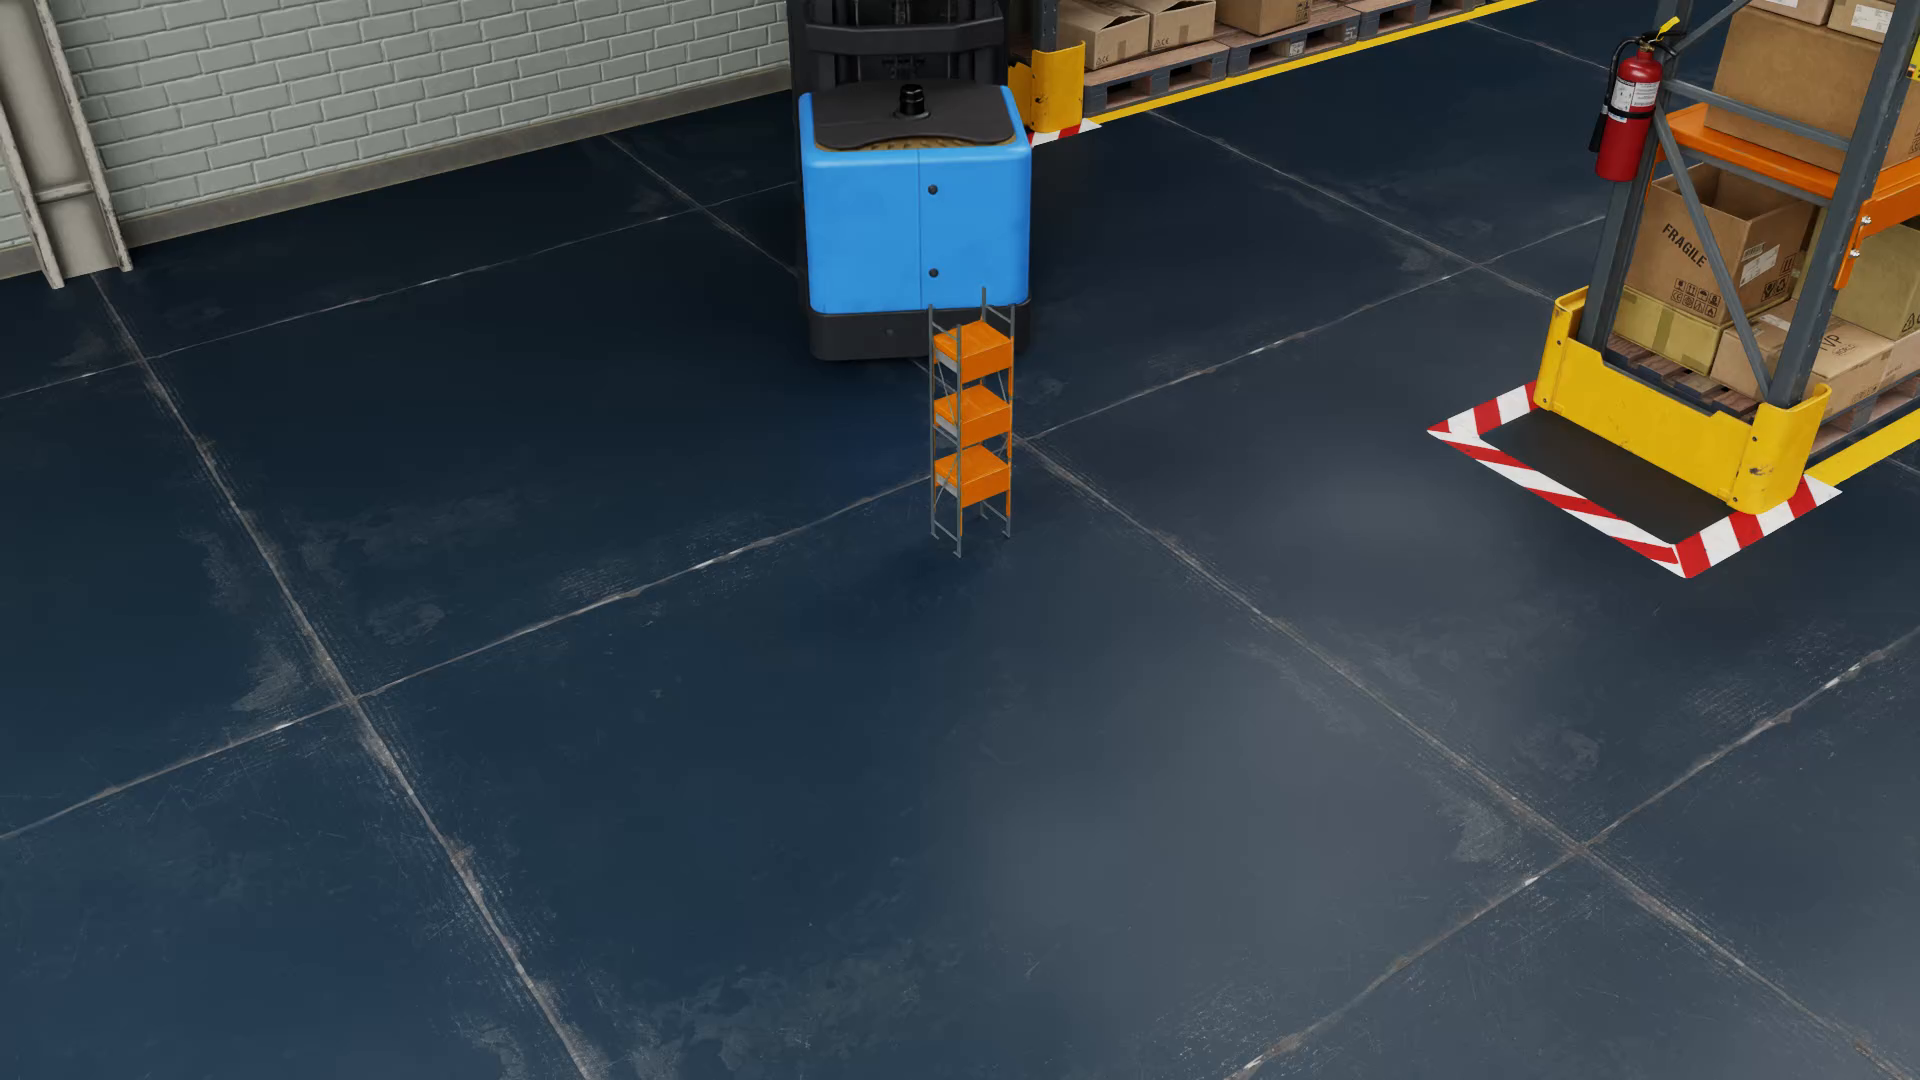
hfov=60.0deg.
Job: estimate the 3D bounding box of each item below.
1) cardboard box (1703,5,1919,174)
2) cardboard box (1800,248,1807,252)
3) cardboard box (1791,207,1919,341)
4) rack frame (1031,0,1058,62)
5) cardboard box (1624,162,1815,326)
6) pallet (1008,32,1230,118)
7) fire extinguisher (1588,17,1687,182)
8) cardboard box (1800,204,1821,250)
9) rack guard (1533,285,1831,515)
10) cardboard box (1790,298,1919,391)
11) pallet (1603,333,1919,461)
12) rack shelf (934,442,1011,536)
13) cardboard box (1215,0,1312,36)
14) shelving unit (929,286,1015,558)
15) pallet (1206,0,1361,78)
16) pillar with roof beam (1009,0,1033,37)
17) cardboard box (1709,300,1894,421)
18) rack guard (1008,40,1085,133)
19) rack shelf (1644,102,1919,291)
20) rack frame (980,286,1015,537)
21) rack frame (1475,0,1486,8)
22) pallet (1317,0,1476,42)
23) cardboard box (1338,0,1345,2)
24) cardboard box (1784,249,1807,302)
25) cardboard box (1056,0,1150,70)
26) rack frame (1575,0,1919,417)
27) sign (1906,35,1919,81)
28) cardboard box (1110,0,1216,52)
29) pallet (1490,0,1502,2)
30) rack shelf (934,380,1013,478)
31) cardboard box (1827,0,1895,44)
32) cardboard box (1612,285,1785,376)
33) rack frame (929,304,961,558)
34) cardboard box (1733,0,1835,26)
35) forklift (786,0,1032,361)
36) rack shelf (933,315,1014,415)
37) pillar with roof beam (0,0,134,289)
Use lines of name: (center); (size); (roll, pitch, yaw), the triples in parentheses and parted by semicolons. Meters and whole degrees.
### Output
cardboard box: (3.493, -1.844, 6.659); (0.500, 0.500, 0.700); (-22, 41, -28)
cardboard box: (4.181, -1.371, 8.082); (0.500, 0.250, 0.500); (-22, 41, -28)
cardboard box: (4.078, -1.254, 7.278); (0.500, 0.500, 0.500); (-22, 41, -28)
rack frame: (0.247, -4.015, 9.764); (0.127, 3.000, 1.000); (-22, 41, -28)
cardboard box: (3.370, -1.333, 7.388); (0.500, 0.500, 0.500); (-22, 41, -28)
pallet: (0.993, -3.165, 10.970); (1.213, 0.211, 1.003); (-22, 41, -28)
fire extinguisher: (2.739, -1.803, 6.754); (0.183, 0.674, 0.296); (-22, 41, -28)
cardboard box: (4.179, -1.677, 7.865); (0.500, 0.500, 0.500); (-22, 41, -28)
rack guard: (3.084, -0.629, 7.197); (0.348, 0.500, 1.175); (-22, 41, -28)
cardboard box: (4.077, -0.951, 7.498); (0.500, 0.250, 0.500); (-22, 41, -28)
pallet: (3.705, -0.797, 7.678); (1.213, 0.211, 1.003); (-22, 41, -28)
rack shelf: (0.044, -0.210, 6.637); (0.240, 0.259, 0.215); (-22, 41, -28)
cardboard box: (1.959, -3.783, 11.206); (0.500, 0.500, 0.700); (-25, 43, -31)
shelving unit: (0.044, -0.444, 6.468); (0.252, 1.050, 0.215); (-22, 41, -28)
pallet: (1.990, -3.573, 11.537); (1.213, 0.211, 1.003); (-22, 41, -28)
pillar with roof beam: (2.801, -5.044, 6.057); (0.400, 9.000, 9.100); (-22, 41, -28)
cardboard box: (3.670, -0.781, 7.262); (0.500, 0.250, 0.500); (-22, 41, -28)
rack guard: (0.309, -3.026, 10.529); (0.348, 0.500, 1.175); (-22, 41, -28)
rack shelf: (4.738, -2.033, 7.624); (4.000, 0.370, 1.077); (-22, 41, -28)
rack frame: (0.143, -0.485, 6.526); (0.008, 1.050, 0.200); (-22, 41, -28)
rack frame: (3.516, -5.361, 11.634); (0.127, 3.000, 1.000); (-22, 41, -28)
pallet: (2.988, -3.986, 12.111); (1.213, 0.211, 1.003); (-22, 41, -28)
cardboard box: (2.691, -4.156, 11.724); (0.500, 0.500, 0.500); (-26, 43, -31)
cardboard box: (3.773, -1.202, 7.847); (0.500, 0.250, 0.500); (-22, 41, -28)
cardboard box: (0.864, -3.292, 10.684); (0.500, 0.311, 0.500); (-28, 44, -33)
rack frame: (3.104, -1.652, 6.478); (0.127, 3.000, 1.000); (-22, 41, -28)
sign: (3.418, -1.769, 5.831); (0.005, 0.325, 0.100); (-22, 41, -28)
cardboard box: (1.330, -3.484, 10.951); (0.500, 0.311, 0.500); (-19, 40, -24)
pallet: (4.152, -4.491, 12.814); (1.213, 0.211, 1.003); (-22, 41, -28)
rack shelf: (0.044, -0.436, 6.475); (0.240, 0.259, 0.215); (-22, 41, -28)
cardboard box: (3.548, -1.985, 6.300); (0.250, 0.149, 0.380); (-23, 41, -28)
cardboard box: (3.372, -1.028, 7.605); (0.500, 0.250, 0.500); (-22, 41, -28)
rack frame: (-0.056, -0.403, 6.411); (0.008, 1.050, 0.200); (-22, 41, -28)
cardboard box: (3.306, -2.176, 6.565); (0.250, 0.149, 0.380); (-23, 42, -29)
forklift: (-0.328, -2.876, 8.238); (1.130, 2.935, 3.031); (-3, 36, -5)
rack shelf: (0.044, -0.666, 6.309); (0.240, 0.259, 0.215); (-22, 41, -28)
pillar with roof beam: (-2.104, -3.026, 3.251); (0.400, 9.000, 9.100); (-22, 41, -28)
